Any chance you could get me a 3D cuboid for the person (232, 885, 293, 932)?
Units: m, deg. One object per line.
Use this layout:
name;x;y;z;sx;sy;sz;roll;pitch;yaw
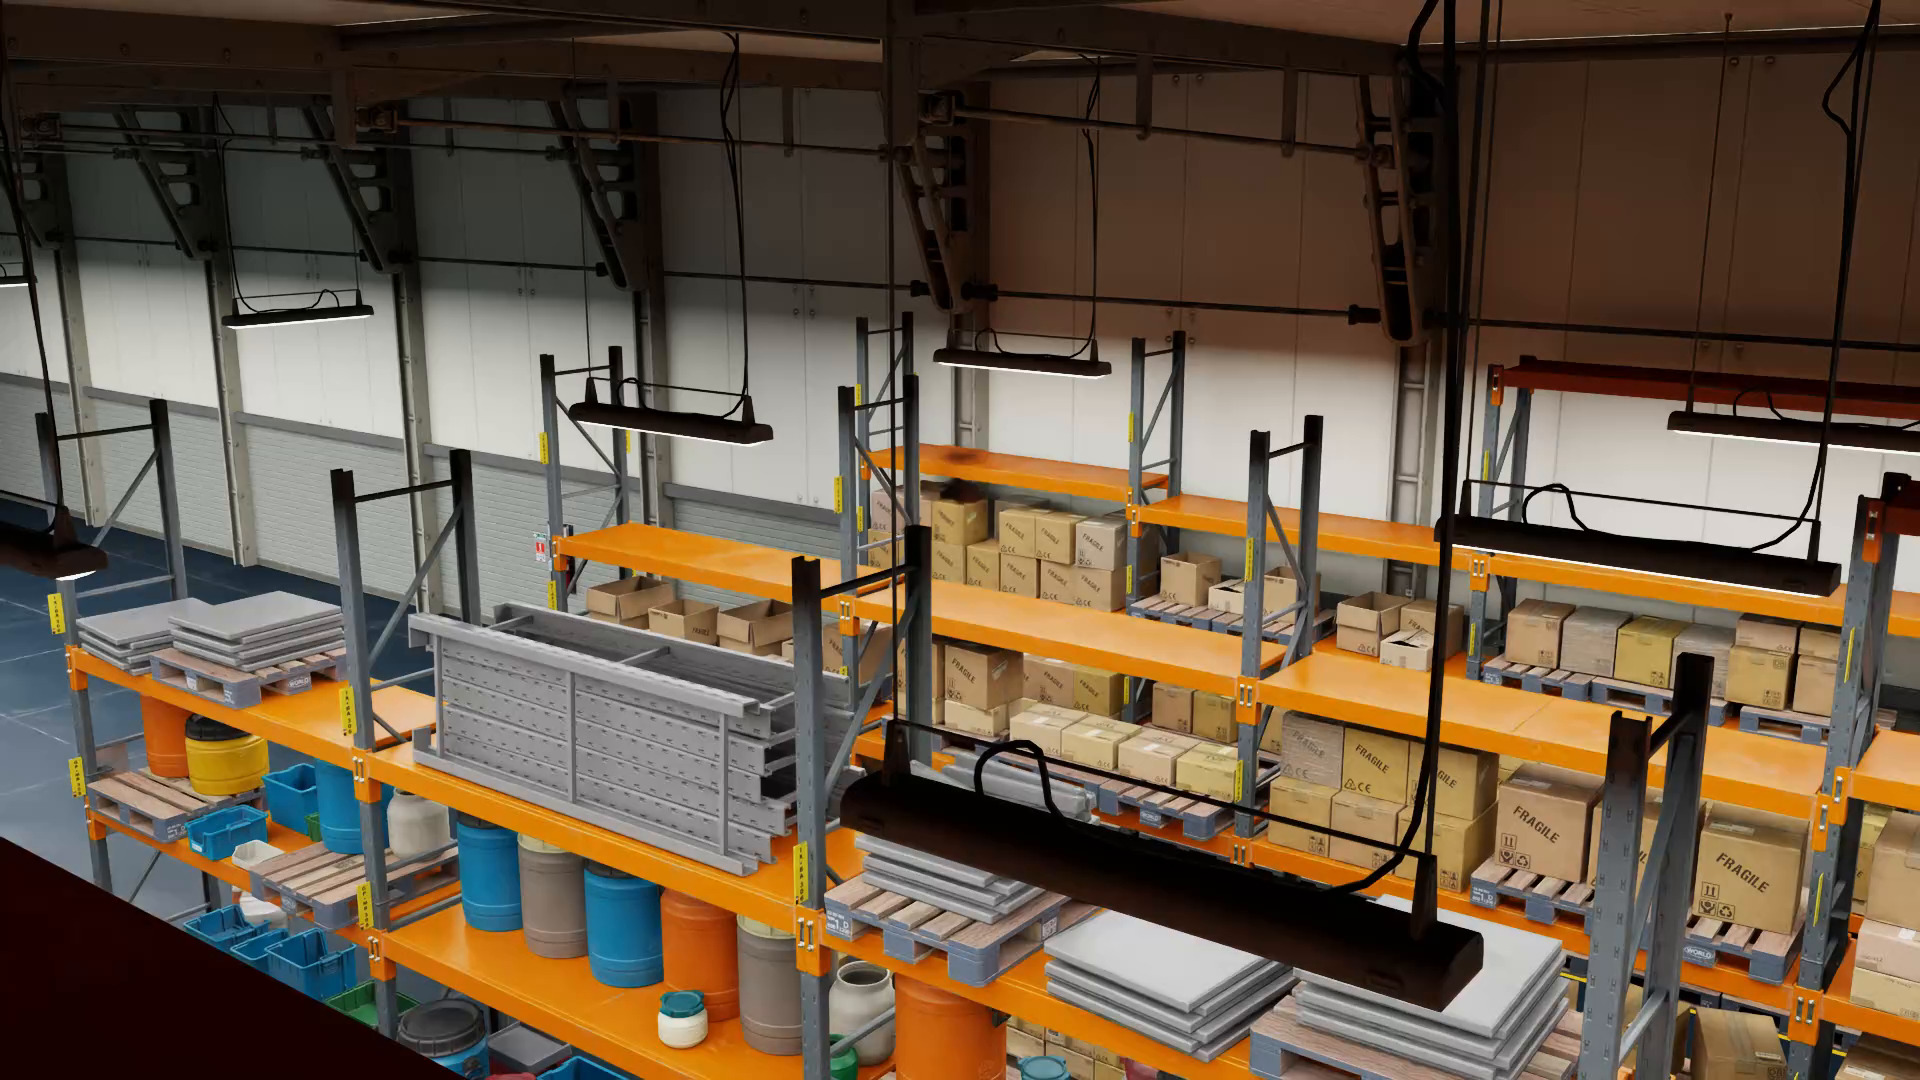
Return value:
person;-6.728;3.599;16.053;0.525;1.670;0.432;-7;15;-28
